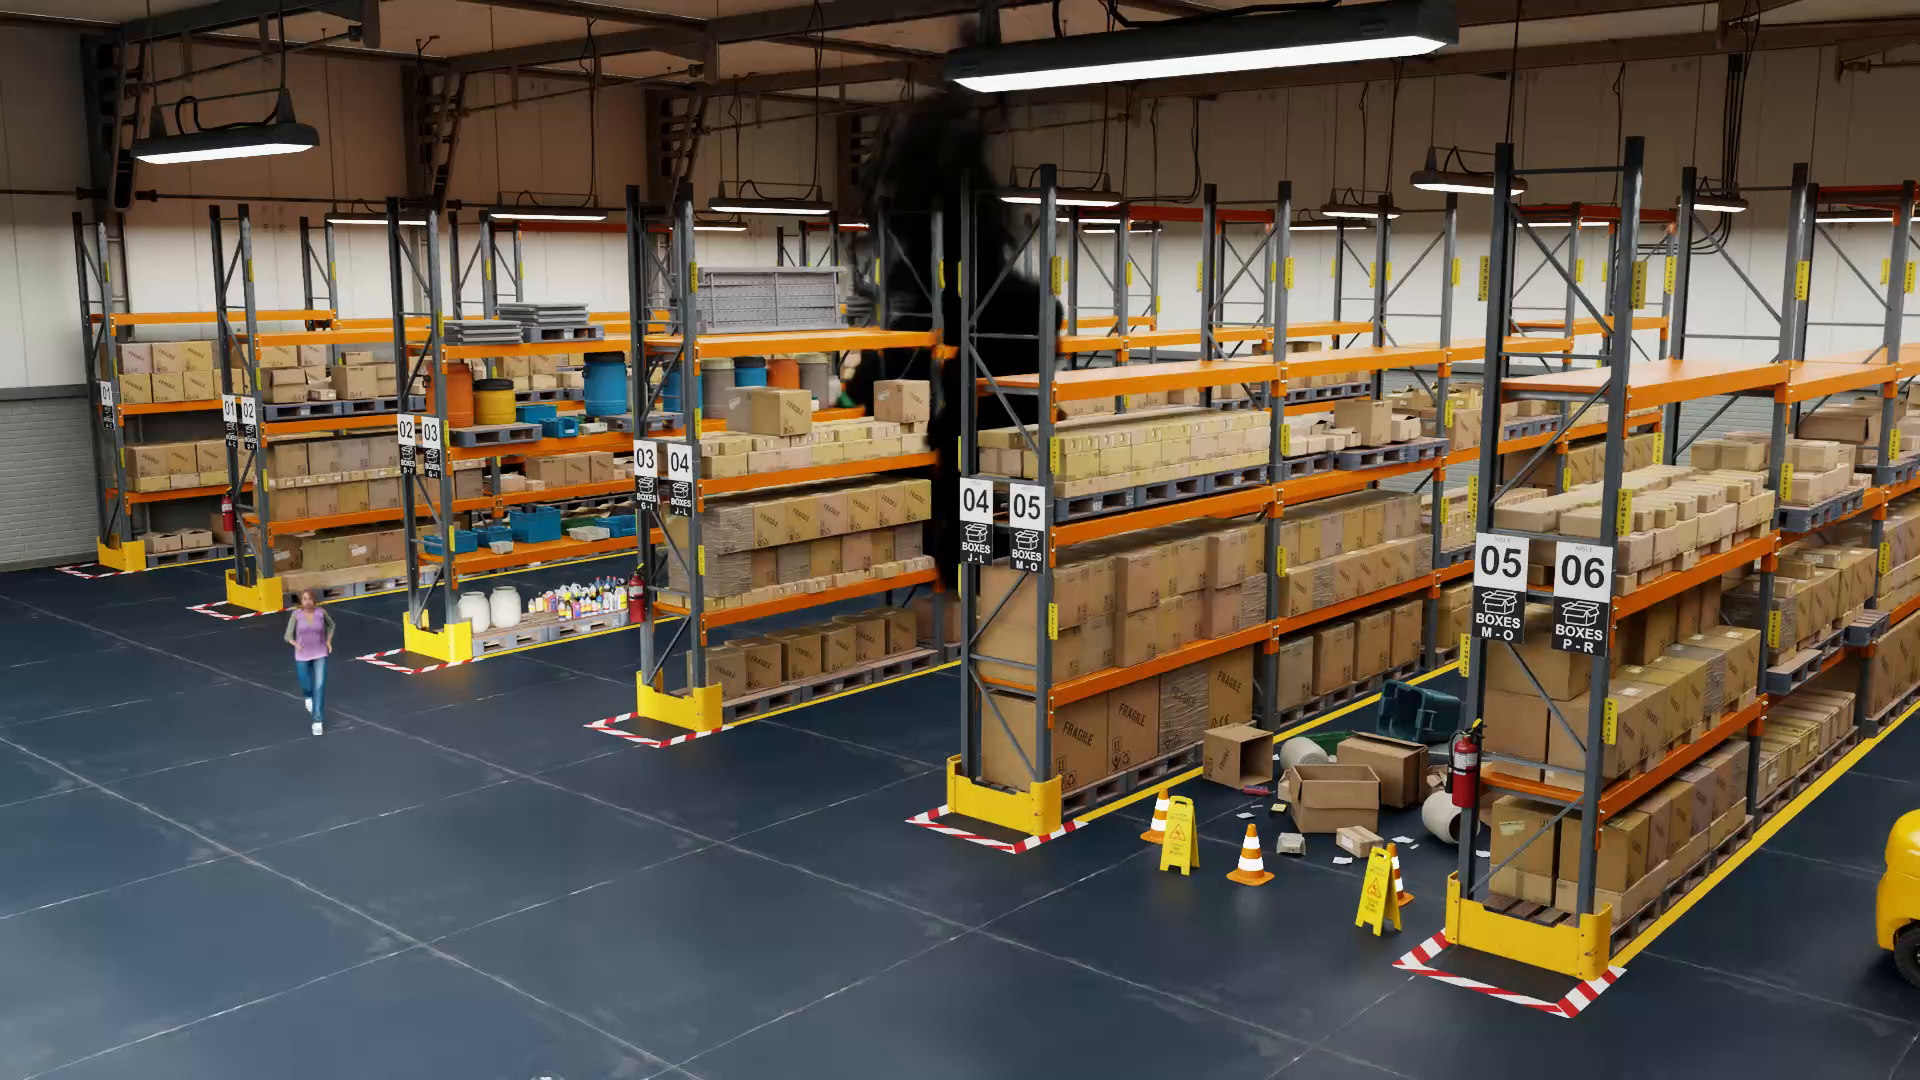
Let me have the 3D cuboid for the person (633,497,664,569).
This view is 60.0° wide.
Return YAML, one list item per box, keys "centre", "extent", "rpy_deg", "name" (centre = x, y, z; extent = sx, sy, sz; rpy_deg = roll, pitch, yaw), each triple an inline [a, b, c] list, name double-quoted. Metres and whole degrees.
- centre: [-5.097, -0.152, 27.219]
  extent: [0.607, 1.659, 0.849]
  rpy_deg: [6, 11, 31]
  name: "person"

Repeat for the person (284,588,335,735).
- centre: [-7.237, 1.320, 18.563]
  extent: [0.538, 1.591, 0.839]
  rpy_deg: [-4, 10, -23]
  name: "person"
